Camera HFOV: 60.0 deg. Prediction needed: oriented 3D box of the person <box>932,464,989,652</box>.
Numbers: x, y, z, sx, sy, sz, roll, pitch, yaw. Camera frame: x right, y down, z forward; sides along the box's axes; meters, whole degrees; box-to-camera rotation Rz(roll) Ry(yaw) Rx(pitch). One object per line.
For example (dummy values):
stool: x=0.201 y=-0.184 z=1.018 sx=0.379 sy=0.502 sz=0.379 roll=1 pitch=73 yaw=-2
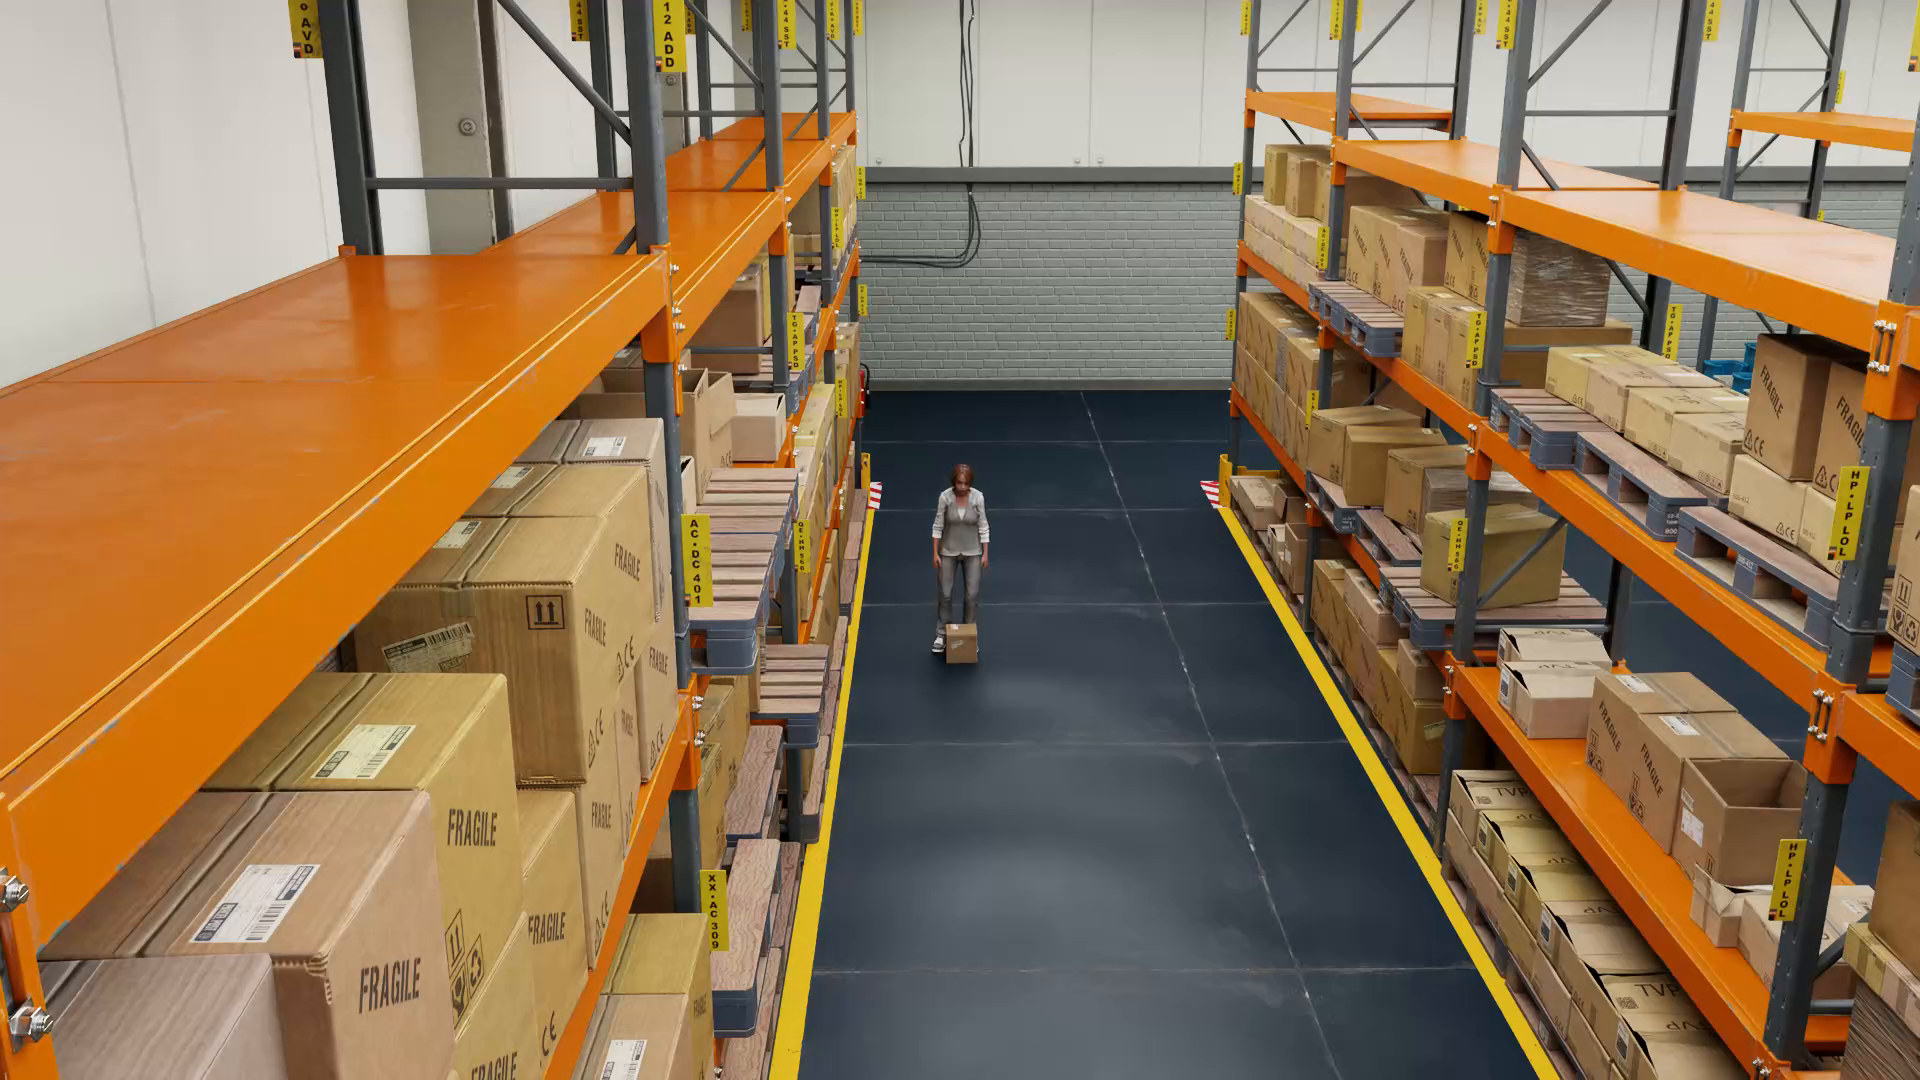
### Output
person: x=0.002 y=0.139 z=13.611 sx=0.473 sy=1.592 sz=0.366 roll=0 pitch=17 yaw=-1
